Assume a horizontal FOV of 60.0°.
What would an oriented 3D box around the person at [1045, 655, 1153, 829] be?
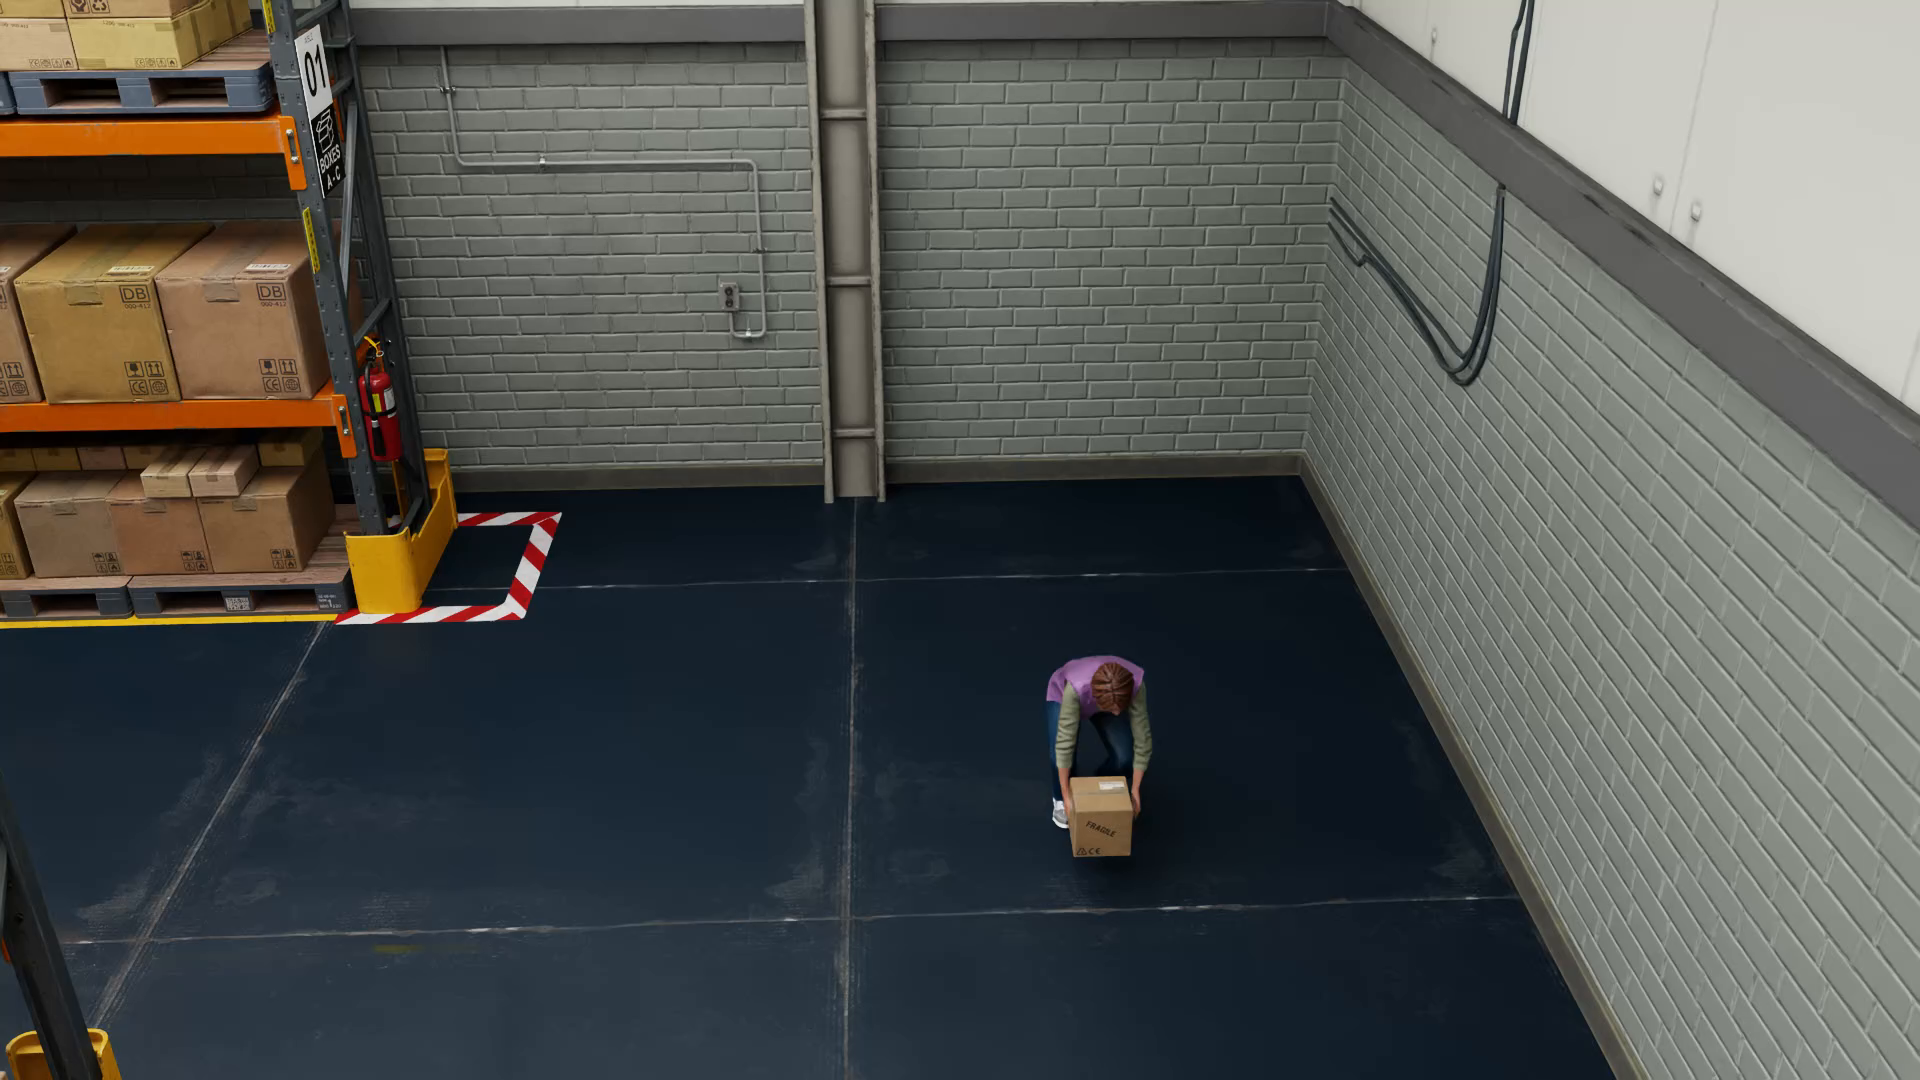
[{"bbox_3d":[0.625,0.876,7.617,0.453,1.003,0.761,-1,28,-3],"label":"person"}]
